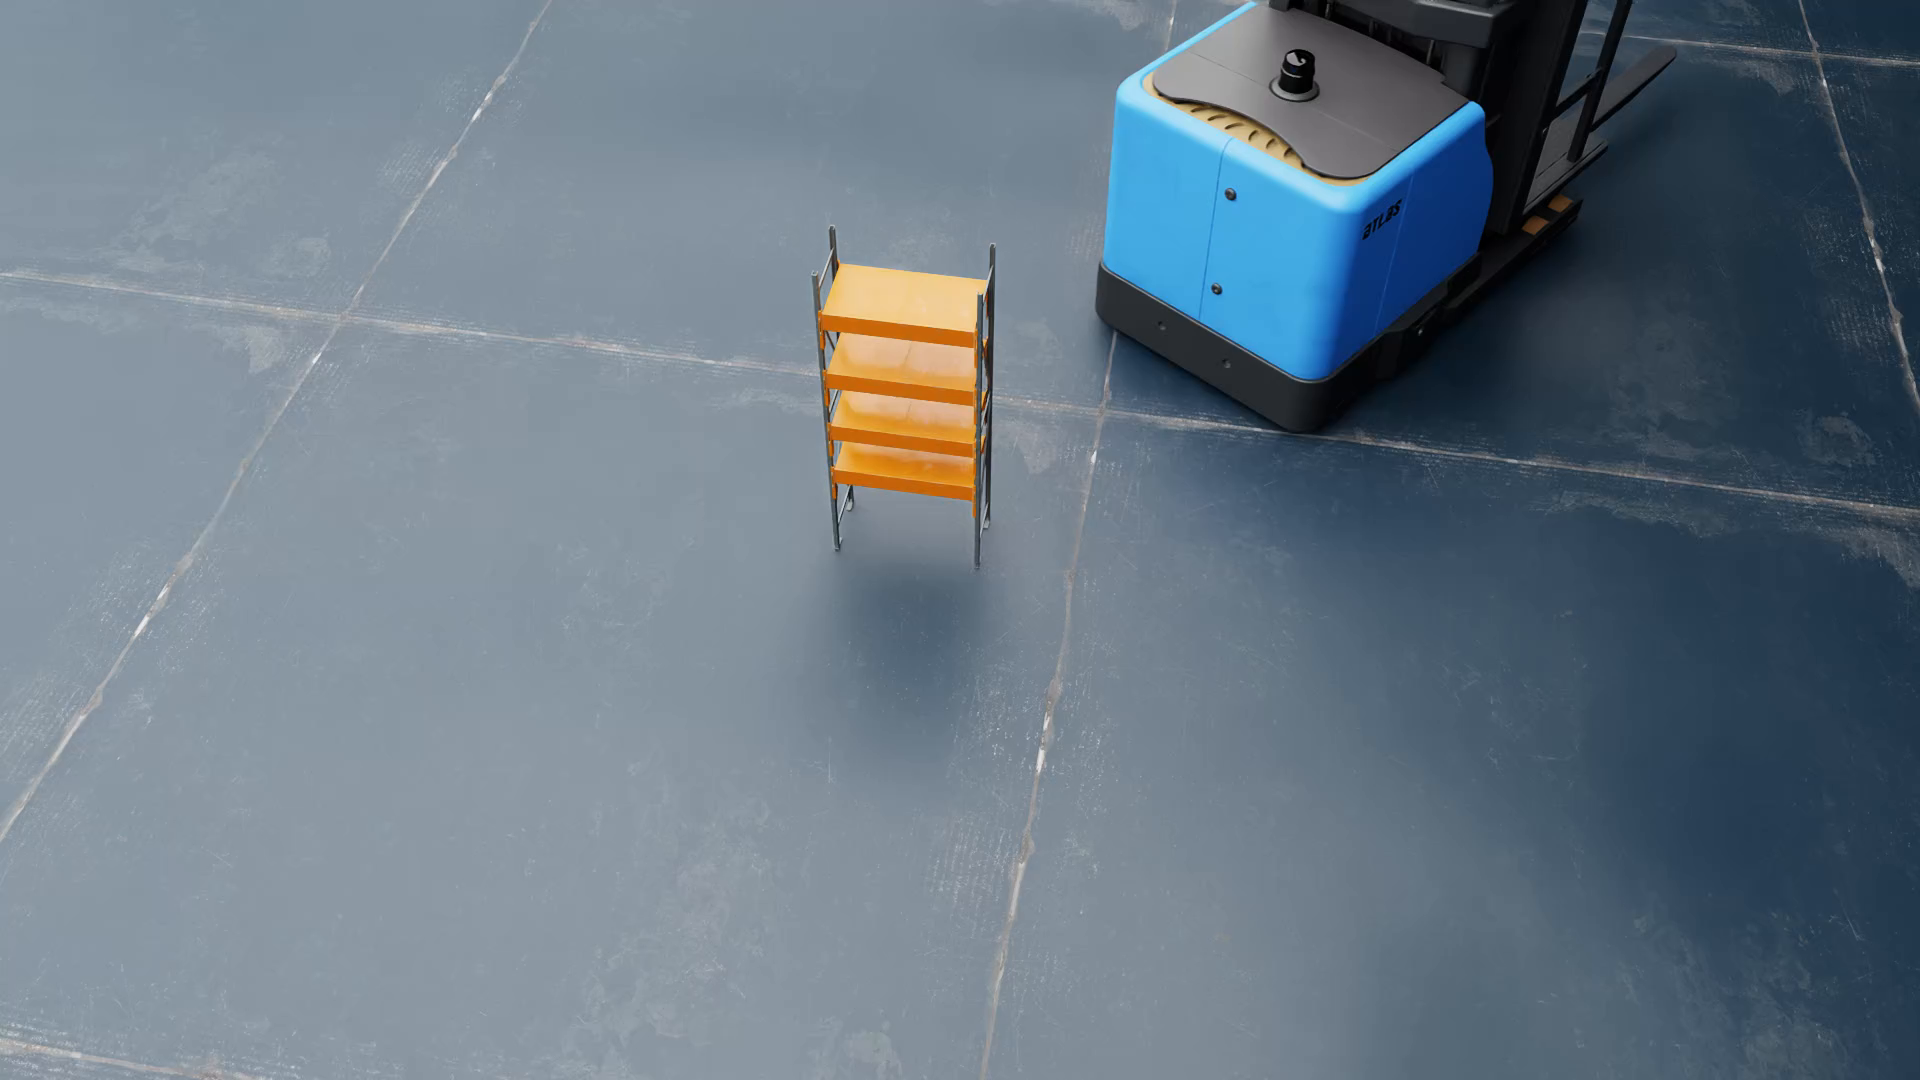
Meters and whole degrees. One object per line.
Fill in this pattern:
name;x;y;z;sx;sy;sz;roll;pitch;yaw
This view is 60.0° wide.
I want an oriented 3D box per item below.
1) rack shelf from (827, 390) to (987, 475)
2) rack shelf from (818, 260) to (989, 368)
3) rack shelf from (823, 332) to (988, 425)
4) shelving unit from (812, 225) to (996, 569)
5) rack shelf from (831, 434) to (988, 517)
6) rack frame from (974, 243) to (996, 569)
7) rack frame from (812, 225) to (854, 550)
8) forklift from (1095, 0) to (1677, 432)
rack shelf;-0.163;-0.378;5.373;0.480;0.148;0.258;8;49;7
rack shelf;-0.163;-0.686;5.031;0.480;0.148;0.258;8;49;7
rack shelf;-0.163;-0.527;5.207;0.480;0.148;0.258;8;49;7
shelving unit;-0.163;-0.423;5.323;0.503;1.200;0.258;8;49;7
rack shelf;-0.163;-0.245;5.521;0.480;0.148;0.258;8;49;7
rack frame;0.077;-0.391;5.294;0.015;1.200;0.240;8;49;7
rack frame;-0.403;-0.455;5.352;0.015;1.200;0.240;8;49;7
forklift;1.908;-2.371;5.910;1.130;2.935;3.031;36;57;28
